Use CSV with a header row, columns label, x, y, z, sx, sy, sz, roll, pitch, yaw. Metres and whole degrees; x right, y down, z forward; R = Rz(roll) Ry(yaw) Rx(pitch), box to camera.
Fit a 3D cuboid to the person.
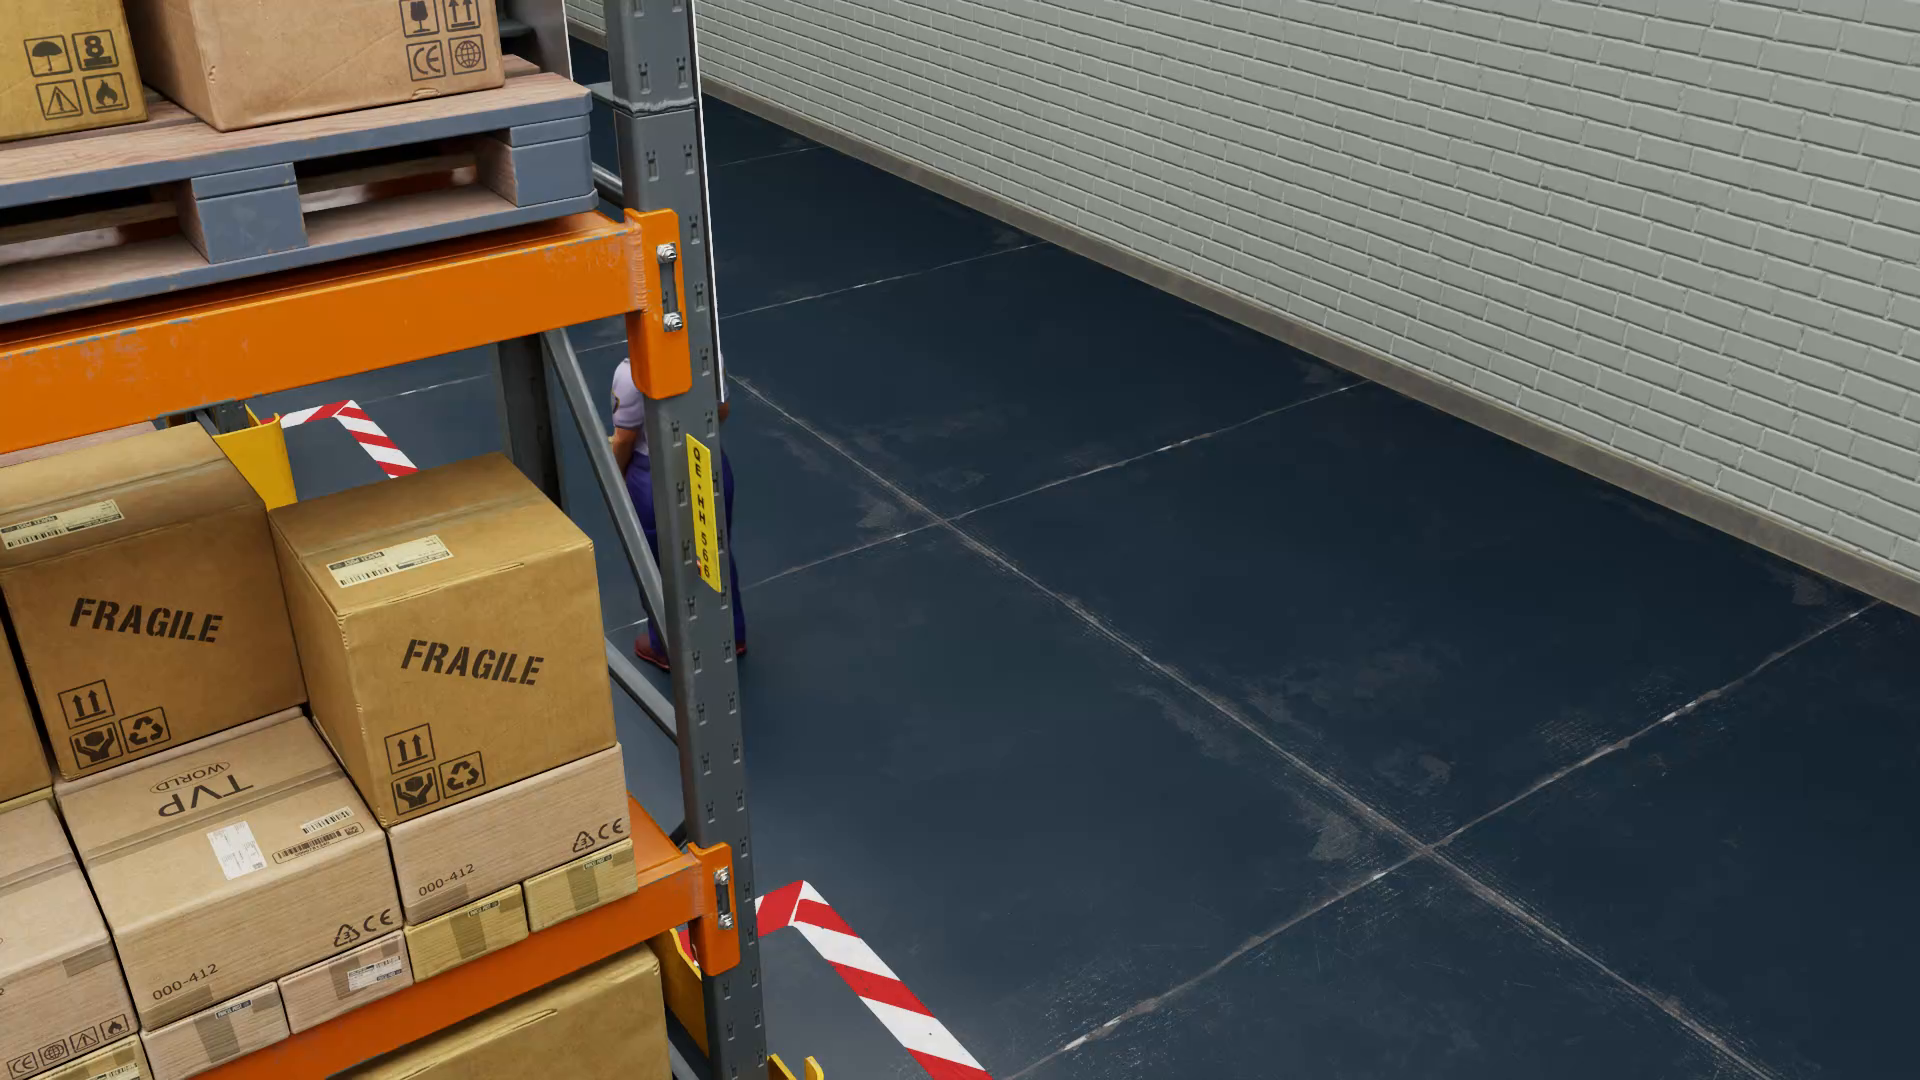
label,x,y,z,sx,sy,sz,roll,pitch,yaw
person,-1.140,-0.251,6.585,0.510,1.656,0.386,-20,34,-31
